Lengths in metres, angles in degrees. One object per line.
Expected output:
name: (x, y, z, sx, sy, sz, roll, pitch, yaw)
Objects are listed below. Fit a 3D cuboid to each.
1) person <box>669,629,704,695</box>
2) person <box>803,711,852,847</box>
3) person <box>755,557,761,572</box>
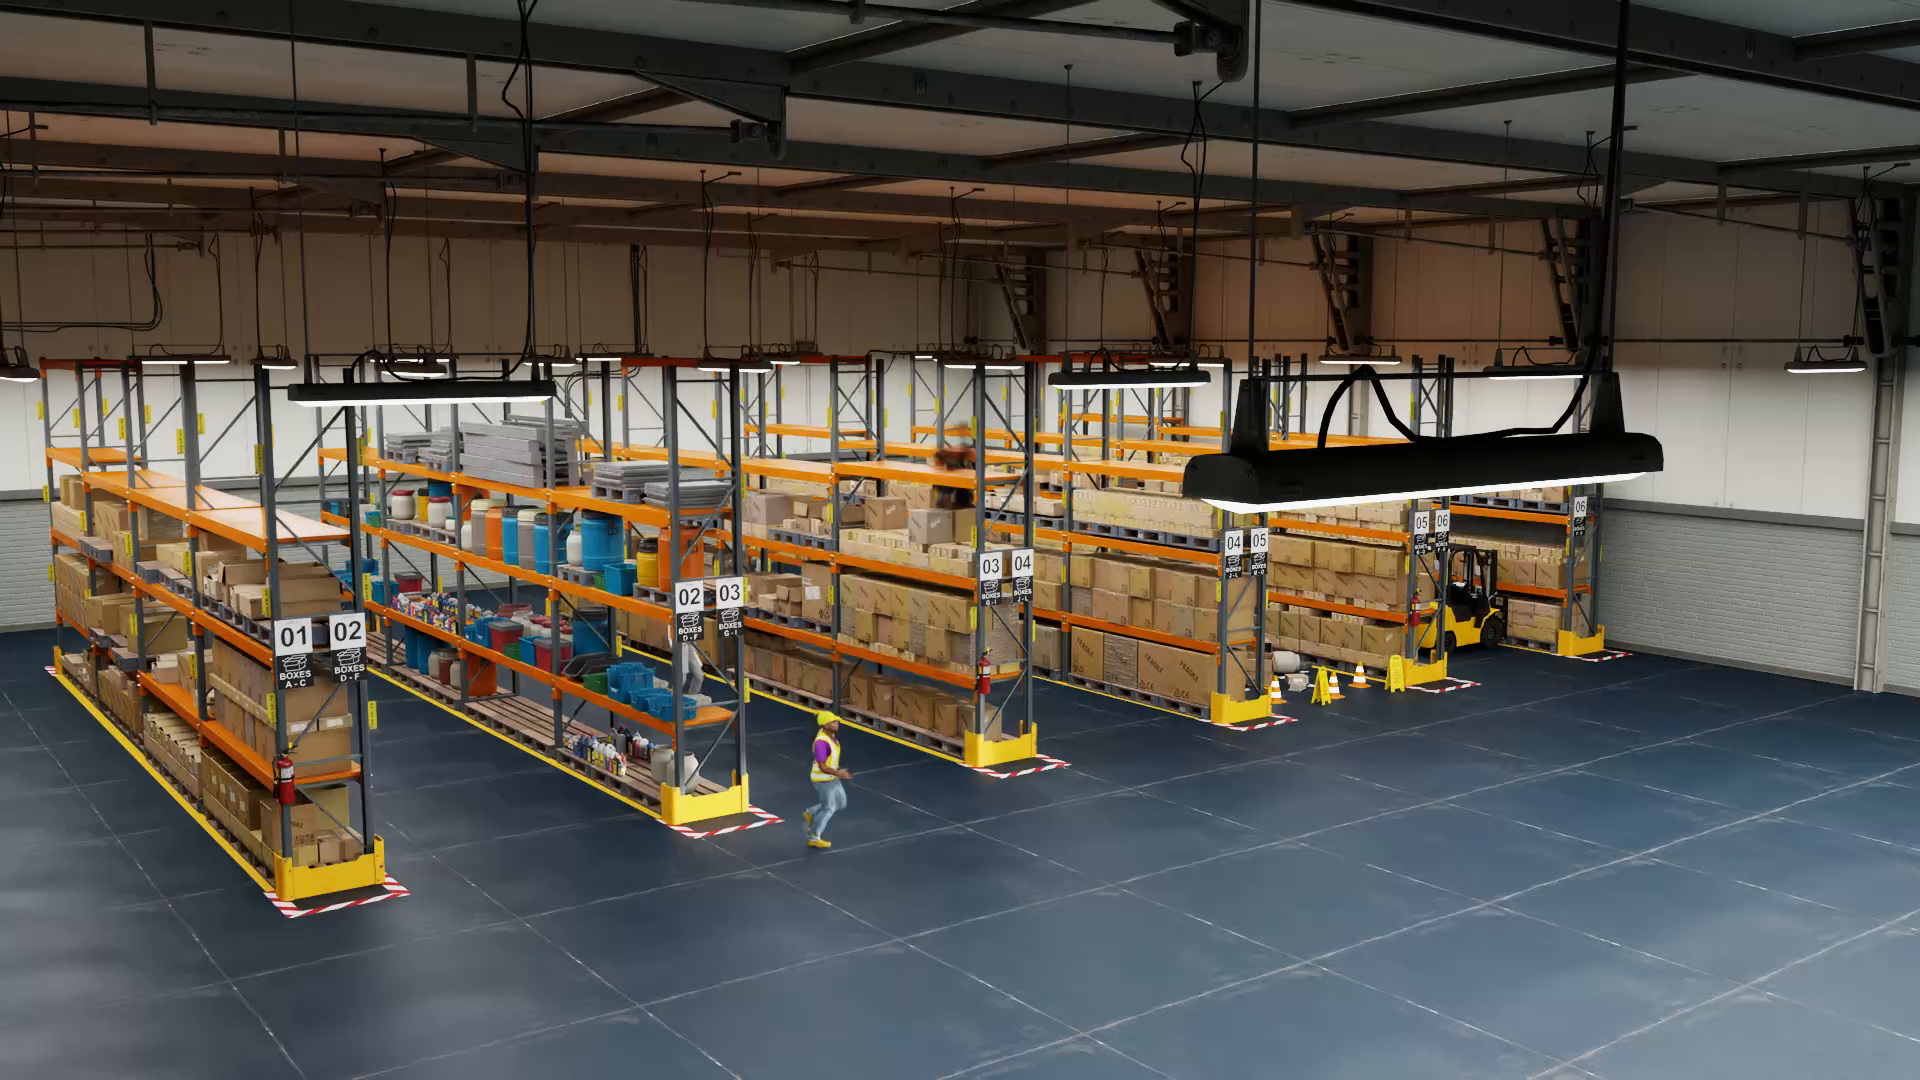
person: (-4.685, 2.049, 28.429, 0.785, 1.834, 0.688, 6, 9, 43)
person: (-1.662, 2.983, 20.876, 0.647, 1.721, 0.731, 0, 7, 4)
person: (-5.015, 0.448, 42.070, 0.556, 1.716, 0.862, 7, 9, 43)
